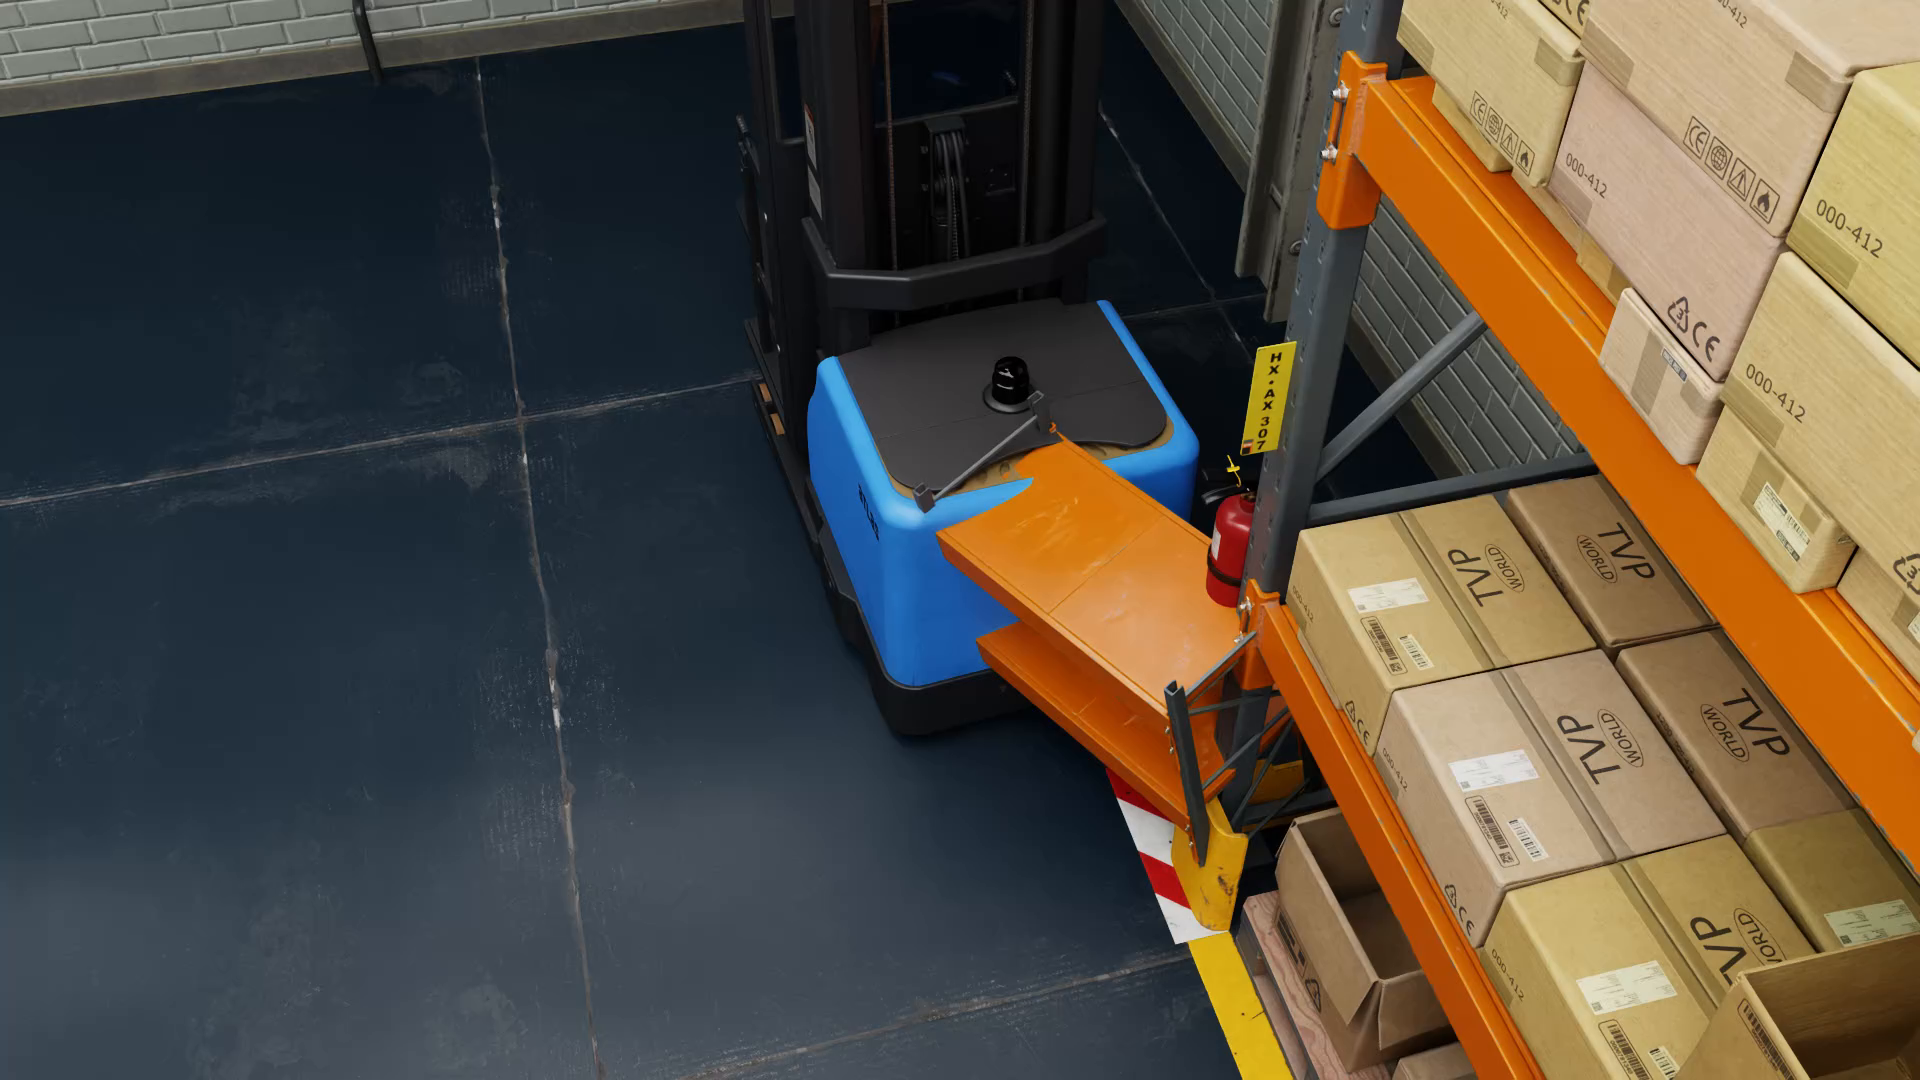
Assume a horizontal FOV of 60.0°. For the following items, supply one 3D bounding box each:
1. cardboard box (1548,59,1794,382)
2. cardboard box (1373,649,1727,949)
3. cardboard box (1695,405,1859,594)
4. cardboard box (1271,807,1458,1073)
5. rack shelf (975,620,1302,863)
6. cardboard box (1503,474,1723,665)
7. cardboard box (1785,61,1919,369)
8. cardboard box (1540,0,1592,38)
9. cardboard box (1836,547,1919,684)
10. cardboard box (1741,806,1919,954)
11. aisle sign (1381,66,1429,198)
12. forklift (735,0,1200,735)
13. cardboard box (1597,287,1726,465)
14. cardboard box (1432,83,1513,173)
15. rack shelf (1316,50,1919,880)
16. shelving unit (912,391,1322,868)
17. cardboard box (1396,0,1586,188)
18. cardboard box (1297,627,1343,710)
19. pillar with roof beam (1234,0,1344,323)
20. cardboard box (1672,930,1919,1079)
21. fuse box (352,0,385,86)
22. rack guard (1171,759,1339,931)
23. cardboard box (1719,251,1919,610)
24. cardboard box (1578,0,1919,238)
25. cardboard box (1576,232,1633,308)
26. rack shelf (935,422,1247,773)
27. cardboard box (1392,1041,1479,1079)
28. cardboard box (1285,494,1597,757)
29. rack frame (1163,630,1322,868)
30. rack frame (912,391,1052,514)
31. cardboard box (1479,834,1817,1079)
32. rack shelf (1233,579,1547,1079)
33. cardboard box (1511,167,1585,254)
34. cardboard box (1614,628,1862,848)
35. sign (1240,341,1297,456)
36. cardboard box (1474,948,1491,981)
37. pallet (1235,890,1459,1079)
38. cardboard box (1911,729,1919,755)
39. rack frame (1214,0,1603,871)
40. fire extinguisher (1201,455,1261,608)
[{"bbox_3d":[1.242,-0.520,2.456,0.500,0.250,0.500,-10,46,-10],"label":"cardboard box"},{"bbox_3d":[1.228,0.537,3.520,0.500,0.250,0.500,-10,46,-10],"label":"cardboard box"},{"bbox_3d":[1.279,-0.094,2.318,0.380,0.149,0.250,-11,47,-10],"label":"cardboard box"},{"bbox_3d":[1.308,1.045,4.580,0.797,0.503,0.637,-12,47,-12],"label":"cardboard box"},{"bbox_3d":[0.545,0.465,5.181,0.538,0.278,1.000,-39,53,-17],"label":"rack shelf"},{"bbox_3d":[1.617,0.096,3.953,0.500,0.250,0.500,-9,46,-9],"label":"cardboard box"},{"bbox_3d":[1.367,-0.347,1.936,0.500,0.250,0.500,-11,47,-11],"label":"cardboard box"},{"bbox_3d":[1.113,-1.046,2.621,0.500,0.250,0.500,-11,47,-11],"label":"cardboard box"},{"bbox_3d":[1.402,0.065,2.162,0.380,0.149,0.250,-11,47,-11],"label":"cardboard box"},{"bbox_3d":[1.870,0.795,3.268,0.500,0.250,0.500,-9,46,-9],"label":"cardboard box"},{"bbox_3d":[0.941,-1.025,3.334,0.394,0.787,0.004,-11,47,-10],"label":"aisle sign"},{"bbox_3d":[-0.199,-1.451,5.620,1.130,2.935,3.031,-13,47,-13],"label":"forklift"},{"bbox_3d":[1.205,-0.274,2.494,0.380,0.149,0.250,-10,46,-9],"label":"cardboard box"},{"bbox_3d":[1.099,-0.821,3.030,0.380,0.149,0.250,-10,46,-9],"label":"cardboard box"},{"bbox_3d":[1.755,0.461,2.102,1.077,0.370,4.000,-11,47,-10],"label":"rack shelf"},{"bbox_3d":[0.496,0.316,4.993,0.538,1.125,1.048,-39,53,-17],"label":"shelving unit"},{"bbox_3d":[1.092,-0.867,2.796,0.500,0.250,0.500,-11,47,-11],"label":"cardboard box"},{"bbox_3d":[1.061,0.243,4.087,0.380,0.149,0.250,-11,47,-11],"label":"cardboard box"},{"bbox_3d":[-2.738,-3.461,3.341,9.100,9.000,0.400,-11,47,-10],"label":"pillar with roof beam"},{"bbox_3d":[1.483,0.962,2.579,0.500,0.500,0.500,-10,46,-9],"label":"cardboard box"},{"bbox_3d":[-2.953,-2.933,7.926,0.539,1.711,0.414,-11,47,-10],"label":"fuse box"},{"bbox_3d":[1.262,0.806,5.111,1.175,0.500,0.348,-11,47,-10],"label":"rack guard"},{"bbox_3d":[1.361,-0.164,2.107,0.500,0.250,0.500,-12,47,-12],"label":"cardboard box"},{"bbox_3d":[1.225,-0.691,2.274,0.500,0.250,0.500,-11,47,-11],"label":"cardboard box"},{"bbox_3d":[1.241,-0.465,2.681,0.380,0.149,0.250,-11,47,-10],"label":"cardboard box"},{"bbox_3d":[0.437,0.138,4.769,0.538,0.278,1.000,-39,53,-17],"label":"rack shelf"},{"bbox_3d":[1.379,1.469,4.412,0.380,0.149,0.250,-12,47,-12],"label":"cardboard box"},{"bbox_3d":[1.098,0.189,3.861,0.500,0.250,0.500,-10,47,-10],"label":"cardboard box"},{"bbox_3d":[0.822,0.575,4.702,0.500,1.125,0.032,-39,53,-17],"label":"rack frame"},{"bbox_3d":[0.170,0.058,5.285,0.500,1.125,0.032,-39,53,-17],"label":"rack frame"},{"bbox_3d":[1.361,0.886,3.178,0.500,0.250,0.500,-12,47,-11],"label":"cardboard box"},{"bbox_3d":[1.755,1.511,3.173,1.077,0.370,4.000,-11,47,-10],"label":"rack shelf"},{"bbox_3d":[1.192,-0.645,2.858,0.380,0.149,0.250,-10,46,-10],"label":"cardboard box"},{"bbox_3d":[1.748,0.452,3.604,0.500,0.250,0.500,-11,47,-10],"label":"cardboard box"},{"bbox_3d":[0.718,-0.326,3.863,0.100,0.325,0.005,-11,47,-10],"label":"sign"},{"bbox_3d":[1.278,0.771,3.570,0.380,0.149,0.250,-9,46,-9],"label":"cardboard box"},{"bbox_3d":[1.467,1.457,4.675,1.003,0.211,1.213,-11,47,-10],"label":"pallet"},{"bbox_3d":[1.398,0.255,1.976,0.380,0.149,0.250,-11,47,-10],"label":"cardboard box"},{"bbox_3d":[1.243,-0.122,4.269,1.000,3.000,0.127,-11,47,-10],"label":"rack frame"},{"bbox_3d":[0.758,0.019,4.447,0.296,0.674,0.183,-11,47,-10],"label":"fire extinguisher"}]
